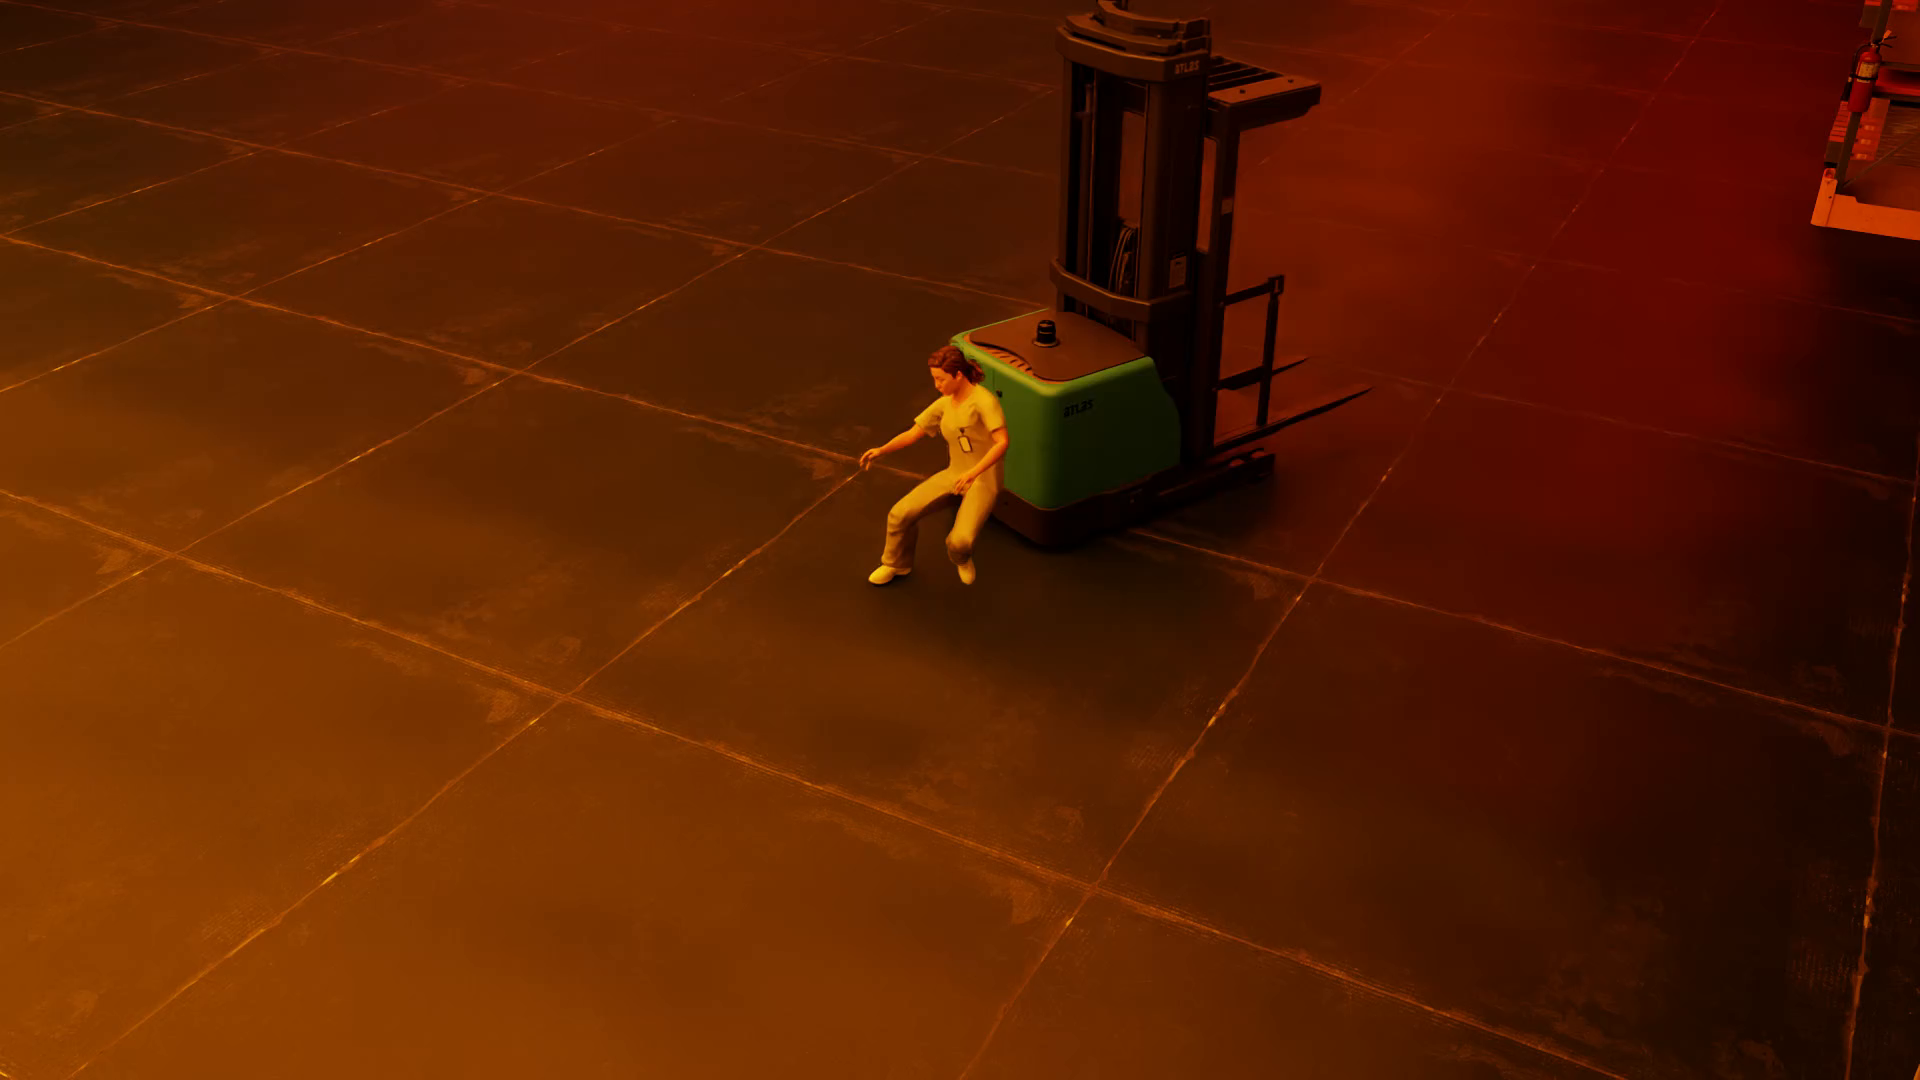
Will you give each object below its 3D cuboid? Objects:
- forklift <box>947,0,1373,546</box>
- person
[{"bbox_3d":[1.407,-1.810,10.208,3.031,2.935,1.130,-20,36,-31],"label":"forklift"},{"bbox_3d":[-0.130,-0.316,9.082,0.758,1.464,0.802,-26,39,-37],"label":"person"}]
